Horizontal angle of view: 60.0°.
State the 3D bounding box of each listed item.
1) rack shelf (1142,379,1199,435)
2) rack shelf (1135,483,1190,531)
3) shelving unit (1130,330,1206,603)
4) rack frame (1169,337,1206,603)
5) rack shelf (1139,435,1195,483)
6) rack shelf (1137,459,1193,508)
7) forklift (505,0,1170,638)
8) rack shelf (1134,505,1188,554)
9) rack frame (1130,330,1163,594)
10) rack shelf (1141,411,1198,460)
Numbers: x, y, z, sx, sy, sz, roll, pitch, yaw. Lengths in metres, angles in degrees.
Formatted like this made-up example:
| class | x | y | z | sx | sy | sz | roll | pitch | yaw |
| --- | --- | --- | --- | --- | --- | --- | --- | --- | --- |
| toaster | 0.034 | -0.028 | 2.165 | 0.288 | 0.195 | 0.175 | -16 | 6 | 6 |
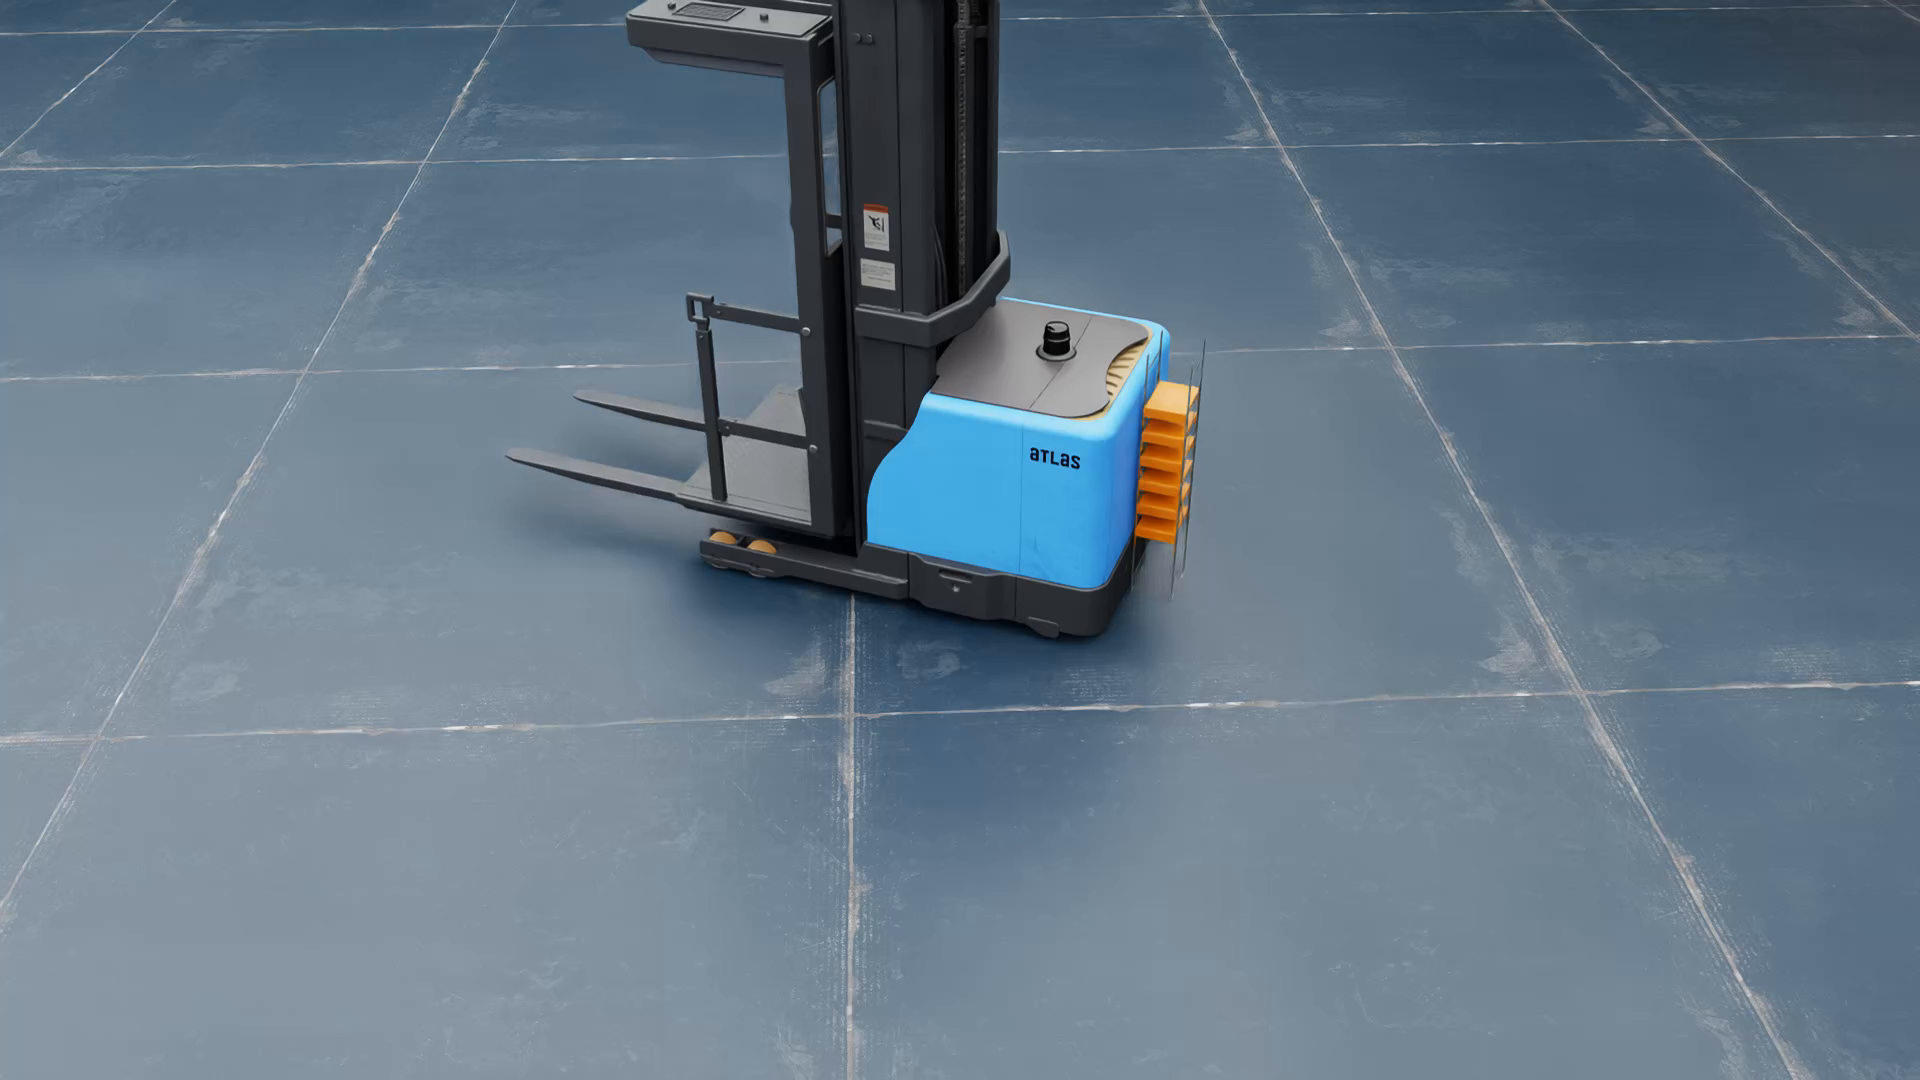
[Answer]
| class | x | y | z | sx | sy | sz | roll | pitch | yaw |
| --- | --- | --- | --- | --- | --- | --- | --- | --- | --- |
| rack shelf | 0.885 | -0.557 | 6.946 | 0.180 | 0.103 | 0.258 | 12 | 36 | 17 |
| rack shelf | 0.885 | -0.162 | 7.219 | 0.180 | 0.103 | 0.258 | 12 | 36 | 17 |
| shelving unit | 0.885 | -0.298 | 7.126 | 0.189 | 1.200 | 0.258 | 12 | 36 | 17 |
| rack frame | 0.971 | -0.279 | 7.099 | 0.006 | 1.200 | 0.240 | 12 | 36 | 17 |
| rack shelf | 0.885 | -0.360 | 7.083 | 0.180 | 0.103 | 0.258 | 12 | 36 | 17 |
| rack shelf | 0.885 | -0.261 | 7.151 | 0.180 | 0.103 | 0.258 | 12 | 36 | 17 |
| forklift | -0.644 | -1.303 | 7.057 | 3.031 | 2.935 | 1.130 | 12 | 36 | 17 |
| rack shelf | 0.885 | -0.064 | 7.288 | 0.180 | 0.103 | 0.258 | 12 | 36 | 17 |
| rack frame | 0.799 | -0.316 | 7.152 | 0.006 | 1.200 | 0.240 | 12 | 36 | 17 |
| rack shelf | 0.885 | -0.458 | 7.014 | 0.180 | 0.103 | 0.258 | 12 | 36 | 17 |
